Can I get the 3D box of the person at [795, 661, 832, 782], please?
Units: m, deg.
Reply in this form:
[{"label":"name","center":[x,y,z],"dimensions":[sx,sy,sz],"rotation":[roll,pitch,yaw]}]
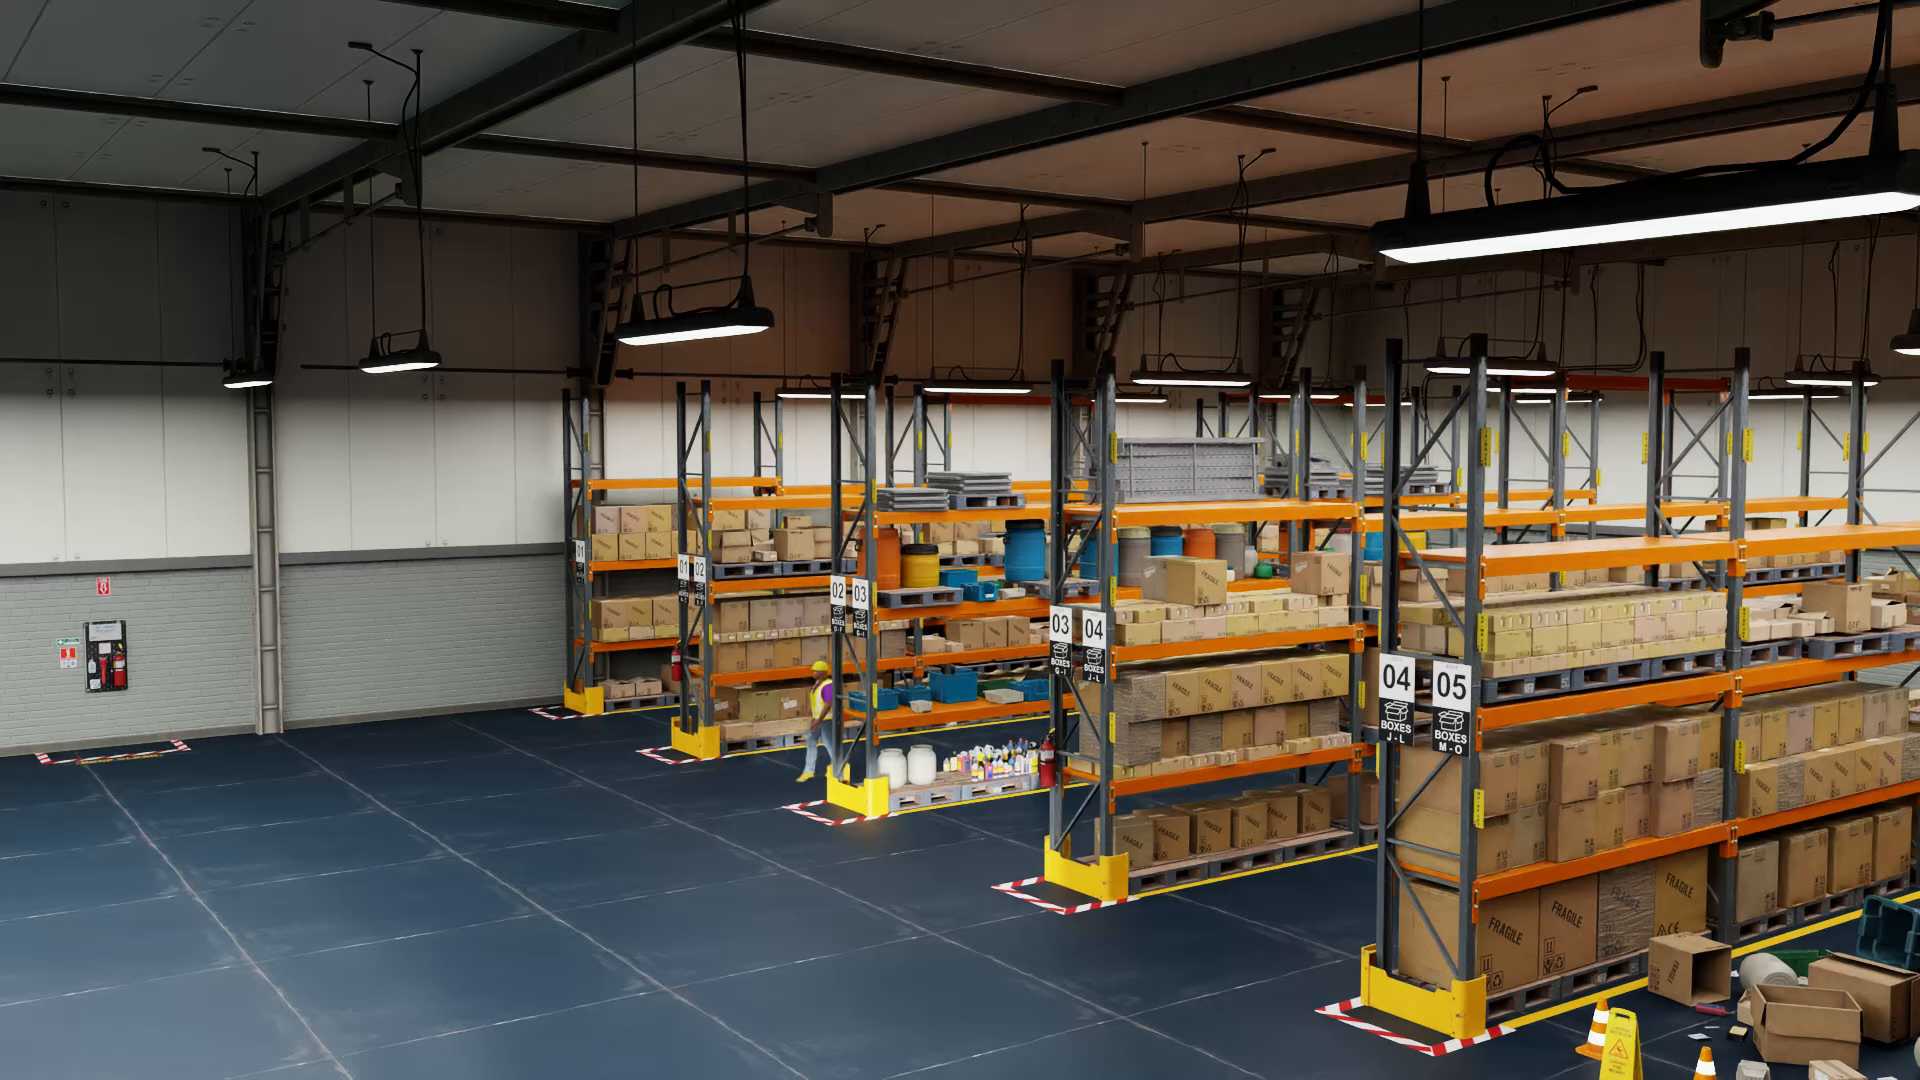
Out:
[{"label":"person","center":[-2.098,2.708,24.820],"dimensions":[0.774,1.794,0.595],"rotation":[-2,4,-30]}]
